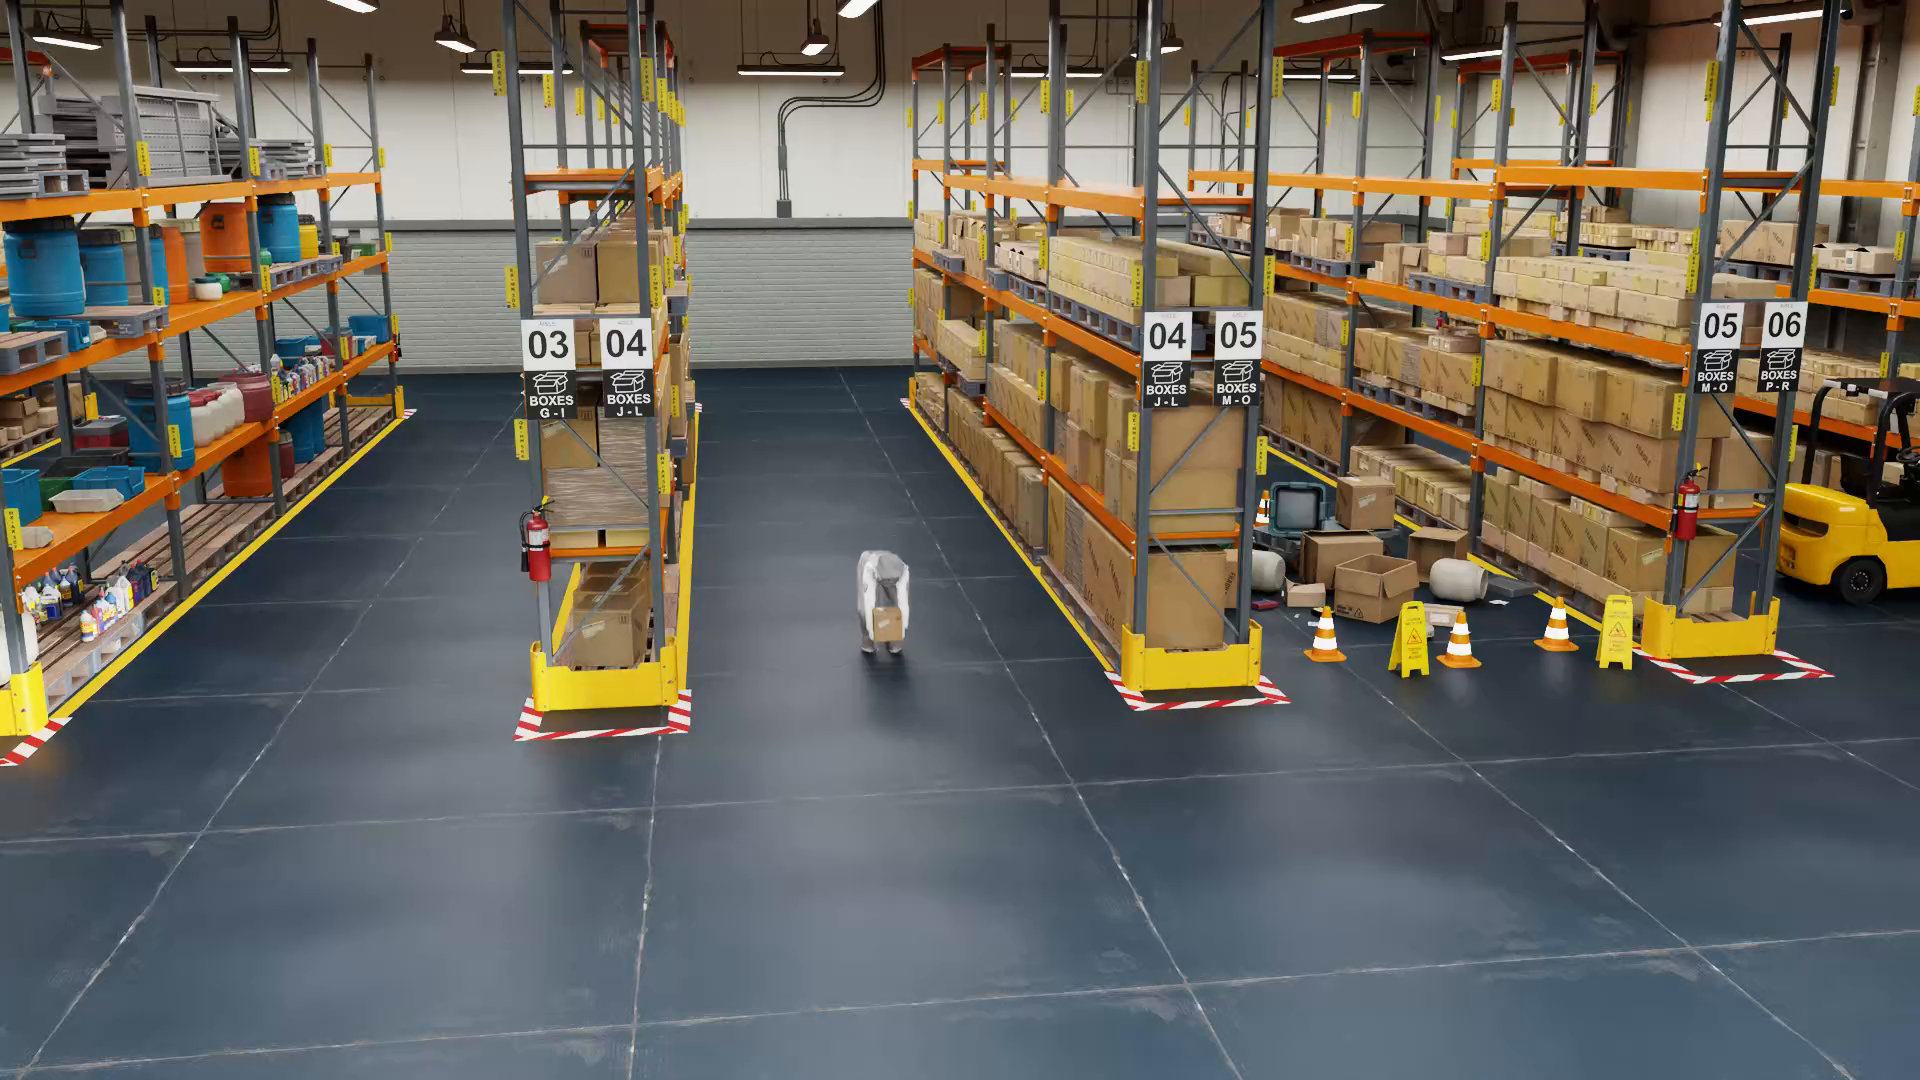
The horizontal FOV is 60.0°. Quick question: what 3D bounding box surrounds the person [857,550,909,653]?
[{"bbox_3d":[-0.700,0.547,15.092,0.448,1.013,0.921,-3,14,-11],"label":"person"}]
